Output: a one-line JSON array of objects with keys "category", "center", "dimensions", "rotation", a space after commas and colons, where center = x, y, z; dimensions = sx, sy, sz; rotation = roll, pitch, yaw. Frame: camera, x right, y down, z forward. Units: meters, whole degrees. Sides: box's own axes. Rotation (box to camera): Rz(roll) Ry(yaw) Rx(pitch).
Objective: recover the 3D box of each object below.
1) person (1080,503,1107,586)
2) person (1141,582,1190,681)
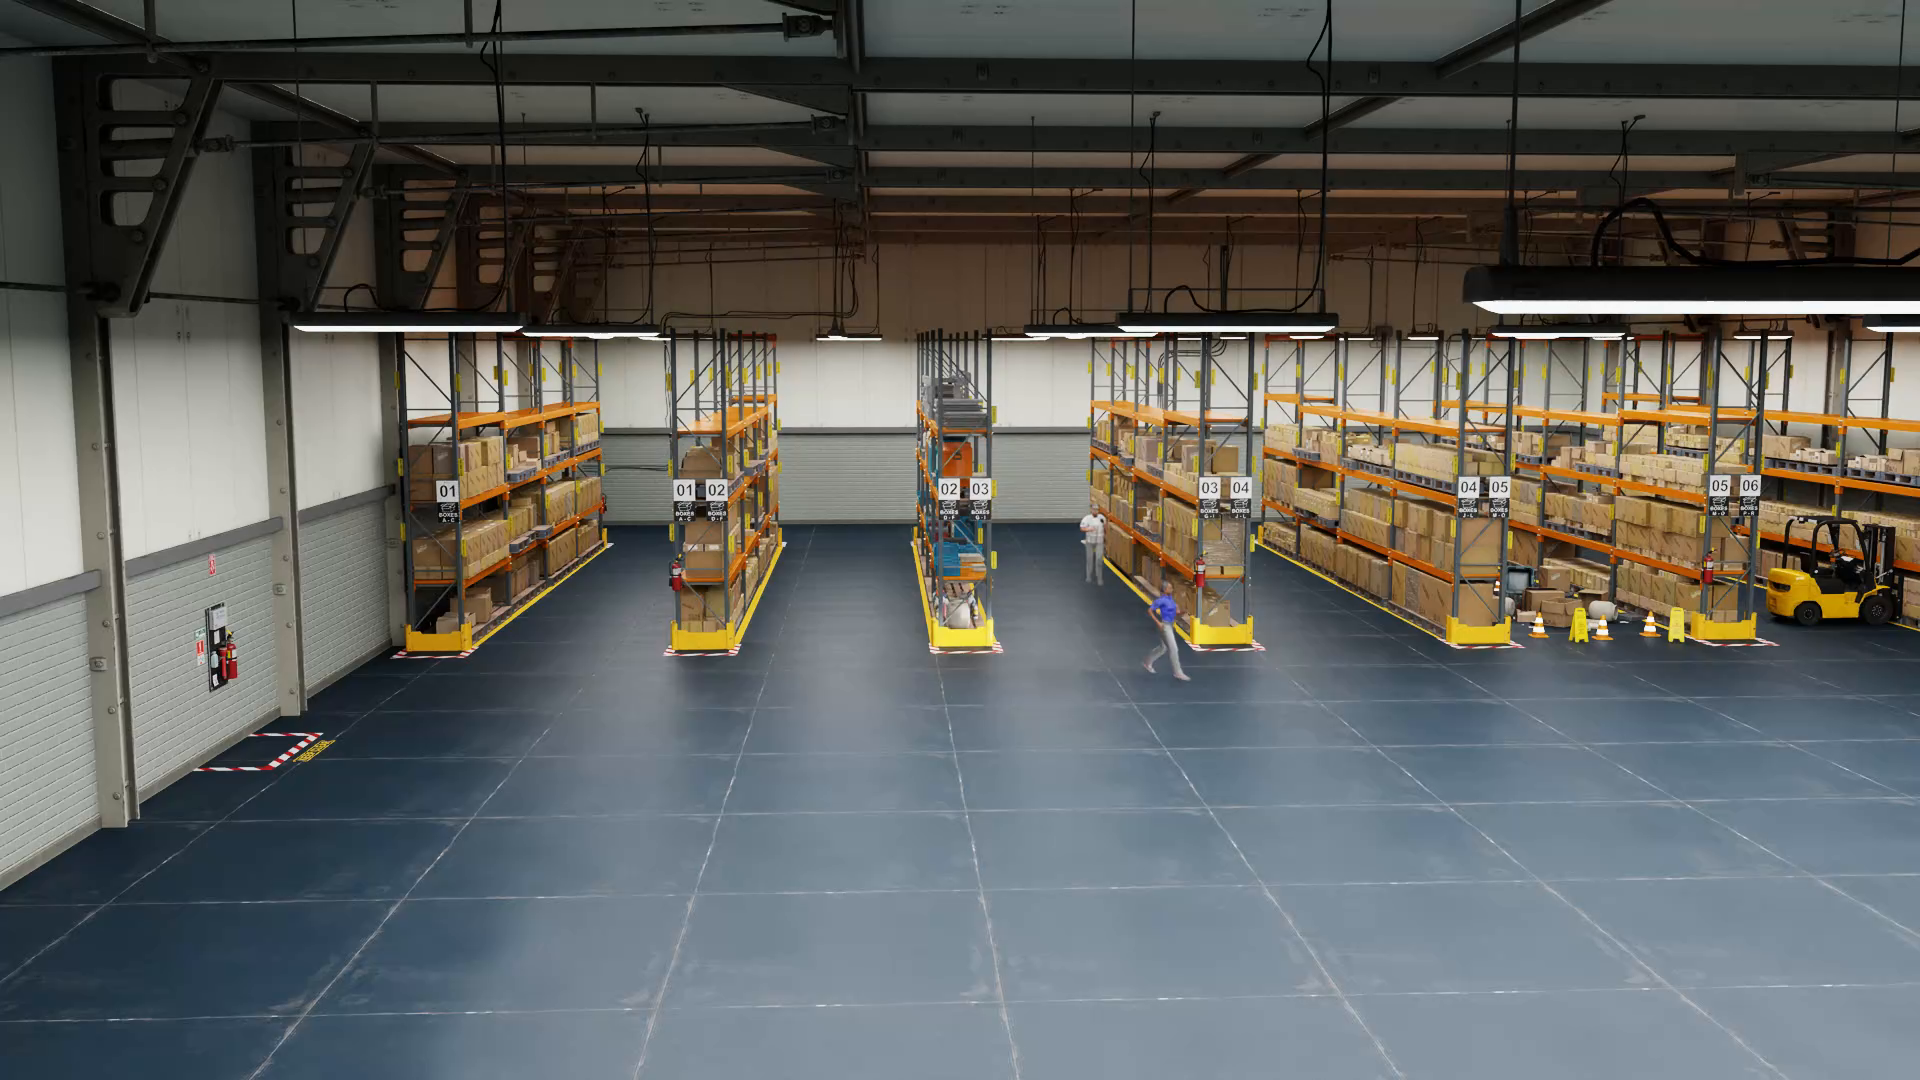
[{"category": "person", "center": [3.059, 0.073, 37.963], "dimensions": [0.664, 1.860, 0.801], "rotation": [-1, 7, -4]}, {"category": "person", "center": [3.519, 1.535, 28.433], "dimensions": [0.929, 1.658, 0.570], "rotation": [3, 7, 26]}]
